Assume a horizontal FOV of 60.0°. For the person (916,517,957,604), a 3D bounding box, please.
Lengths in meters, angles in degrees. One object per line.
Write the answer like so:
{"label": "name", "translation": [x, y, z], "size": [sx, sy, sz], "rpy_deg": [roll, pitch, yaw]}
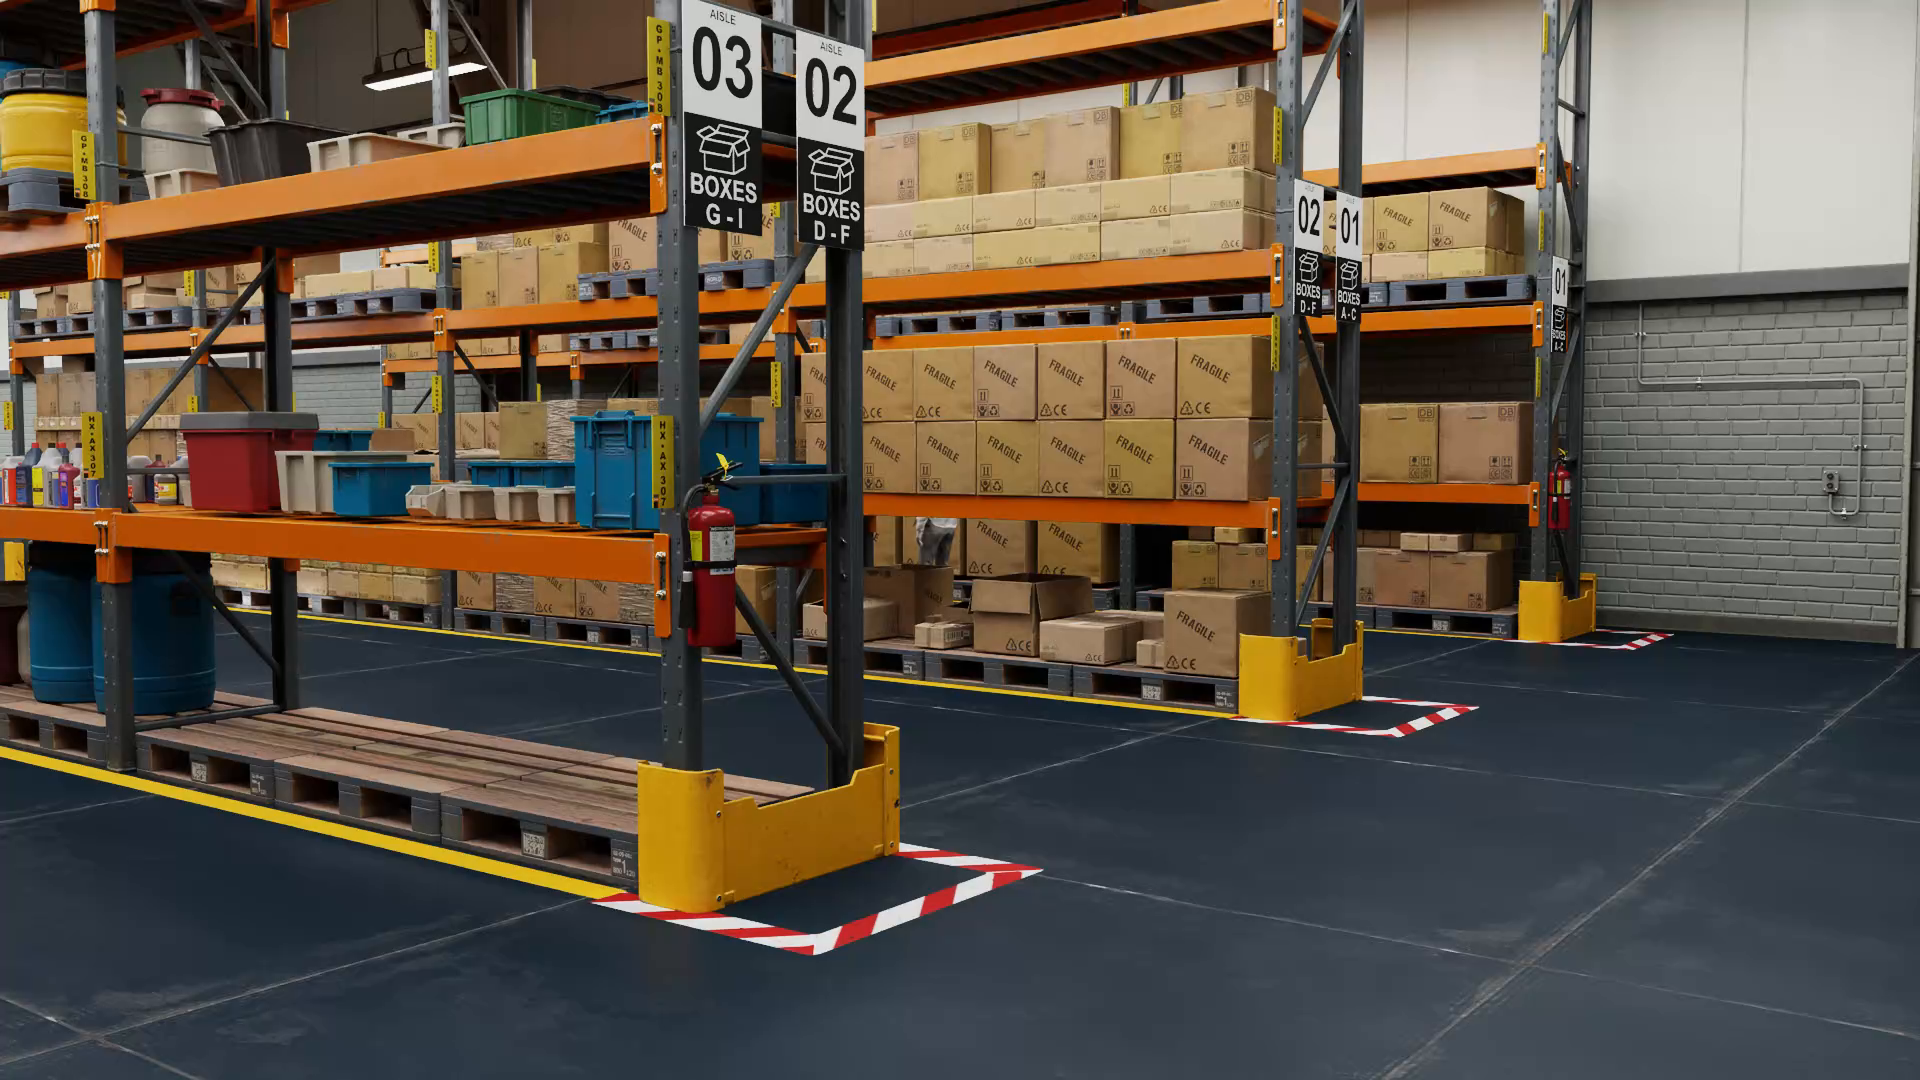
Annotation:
{"label": "person", "translation": [-0.250, -0.092, 15.717], "size": [0.412, 1.663, 0.530], "rpy_deg": [2, 4, 34]}
